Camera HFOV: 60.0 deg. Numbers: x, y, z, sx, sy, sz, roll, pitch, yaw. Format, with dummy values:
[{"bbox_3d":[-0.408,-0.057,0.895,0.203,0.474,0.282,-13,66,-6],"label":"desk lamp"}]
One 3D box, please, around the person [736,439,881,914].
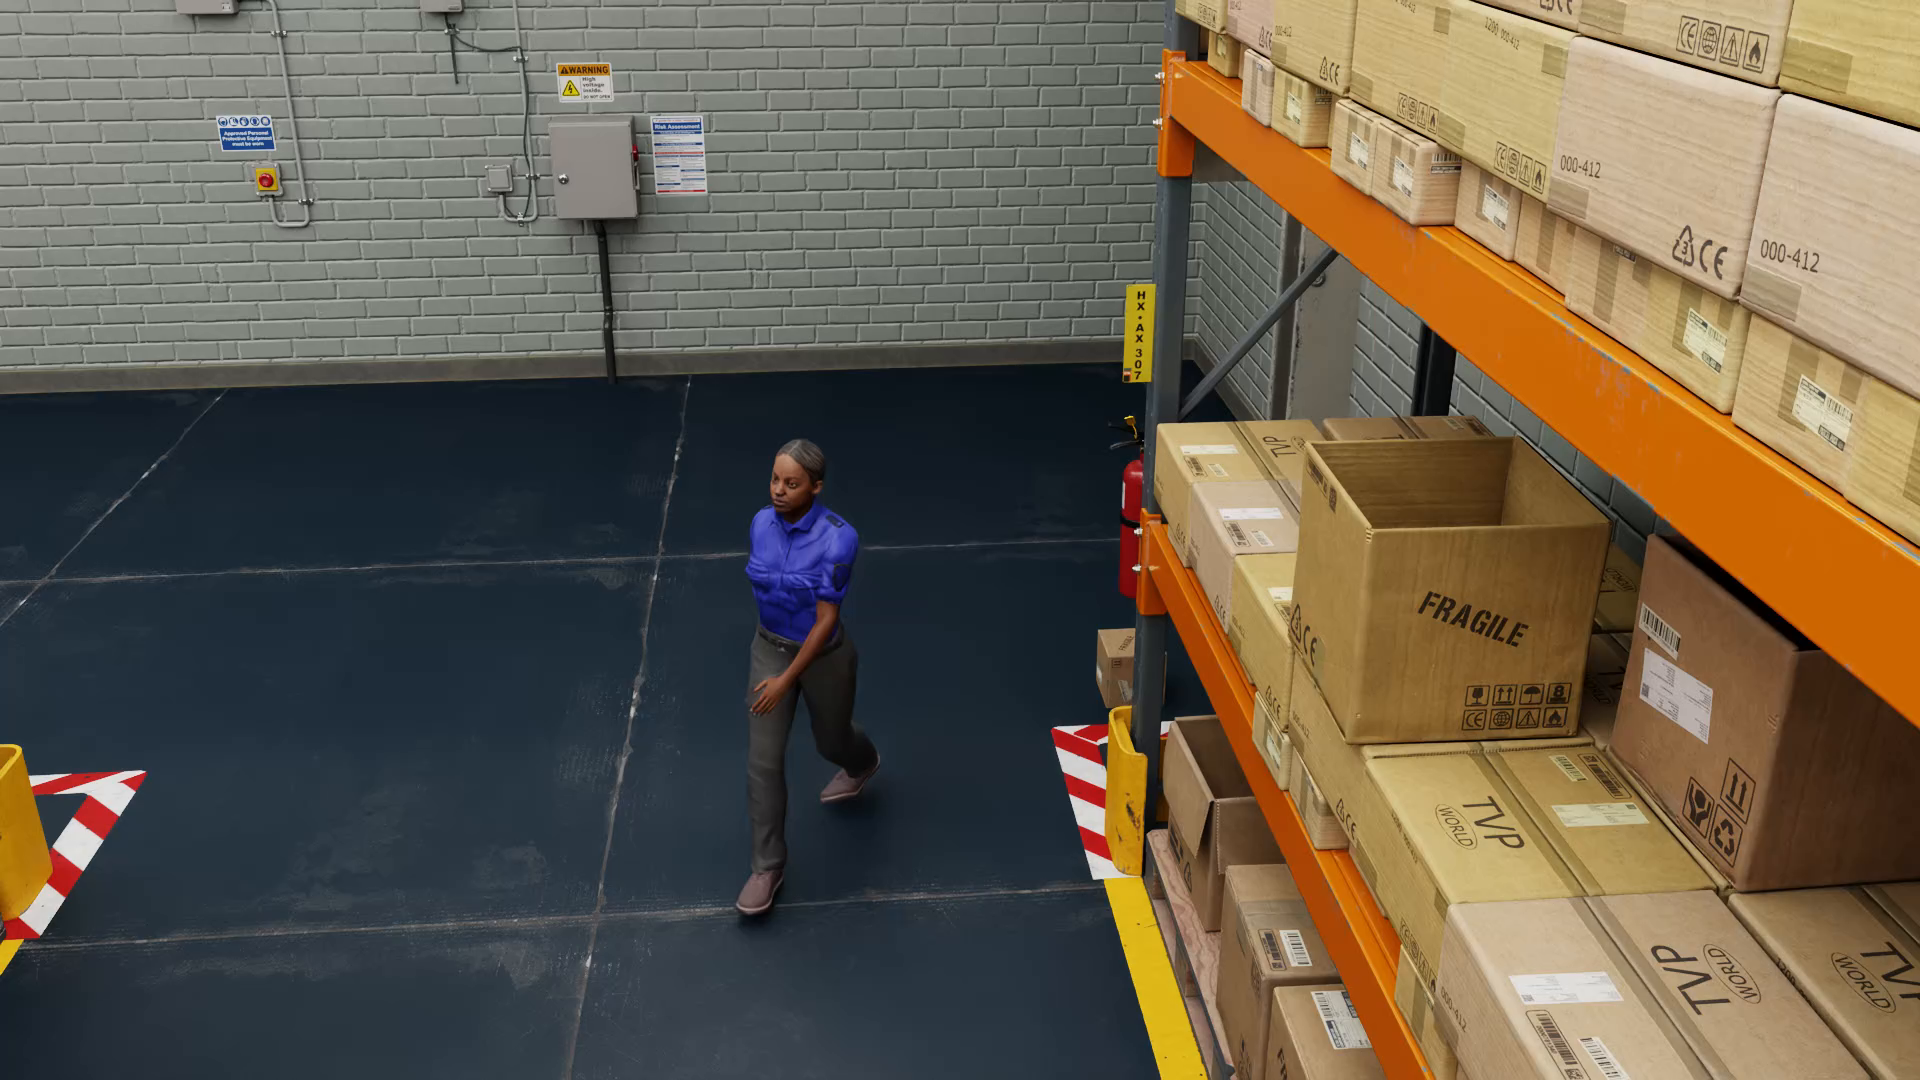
[{"bbox_3d":[-0.550,0.399,5.738,0.482,1.585,0.981,9,25,19],"label":"person"}]
